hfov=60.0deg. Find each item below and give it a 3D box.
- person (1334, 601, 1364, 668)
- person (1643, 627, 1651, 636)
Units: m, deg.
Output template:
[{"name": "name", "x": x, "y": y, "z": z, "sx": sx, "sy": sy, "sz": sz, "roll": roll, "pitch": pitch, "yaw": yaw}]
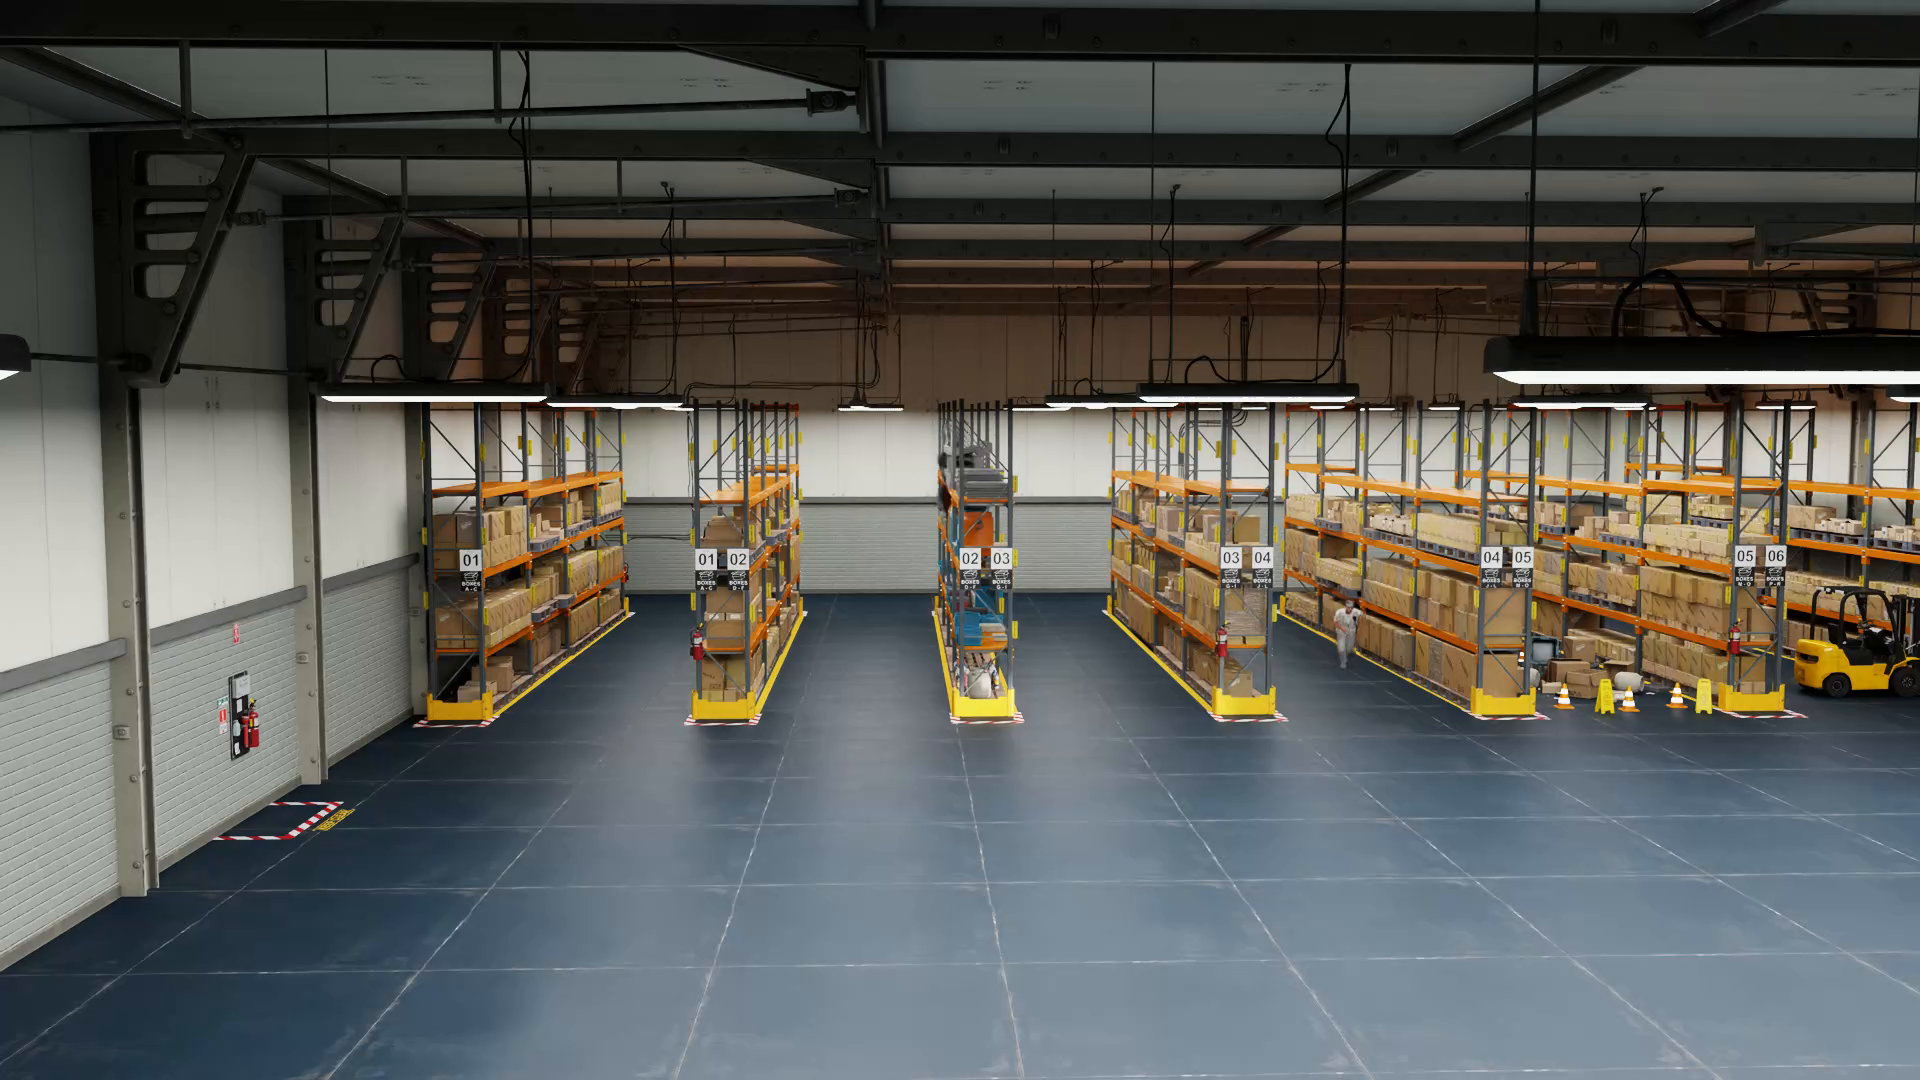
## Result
[{"name": "person", "x": 8.730, "y": 2.117, "z": 37.326, "sx": 0.692, "sy": 1.572, "sz": 0.808, "roll": 0, "pitch": 4, "yaw": 5}, {"name": "person", "x": 16.542, "y": 1.872, "z": 39.575, "sx": 0.715, "sy": 1.776, "sz": 1.045, "roll": -1, "pitch": 4, "yaw": -7}]
